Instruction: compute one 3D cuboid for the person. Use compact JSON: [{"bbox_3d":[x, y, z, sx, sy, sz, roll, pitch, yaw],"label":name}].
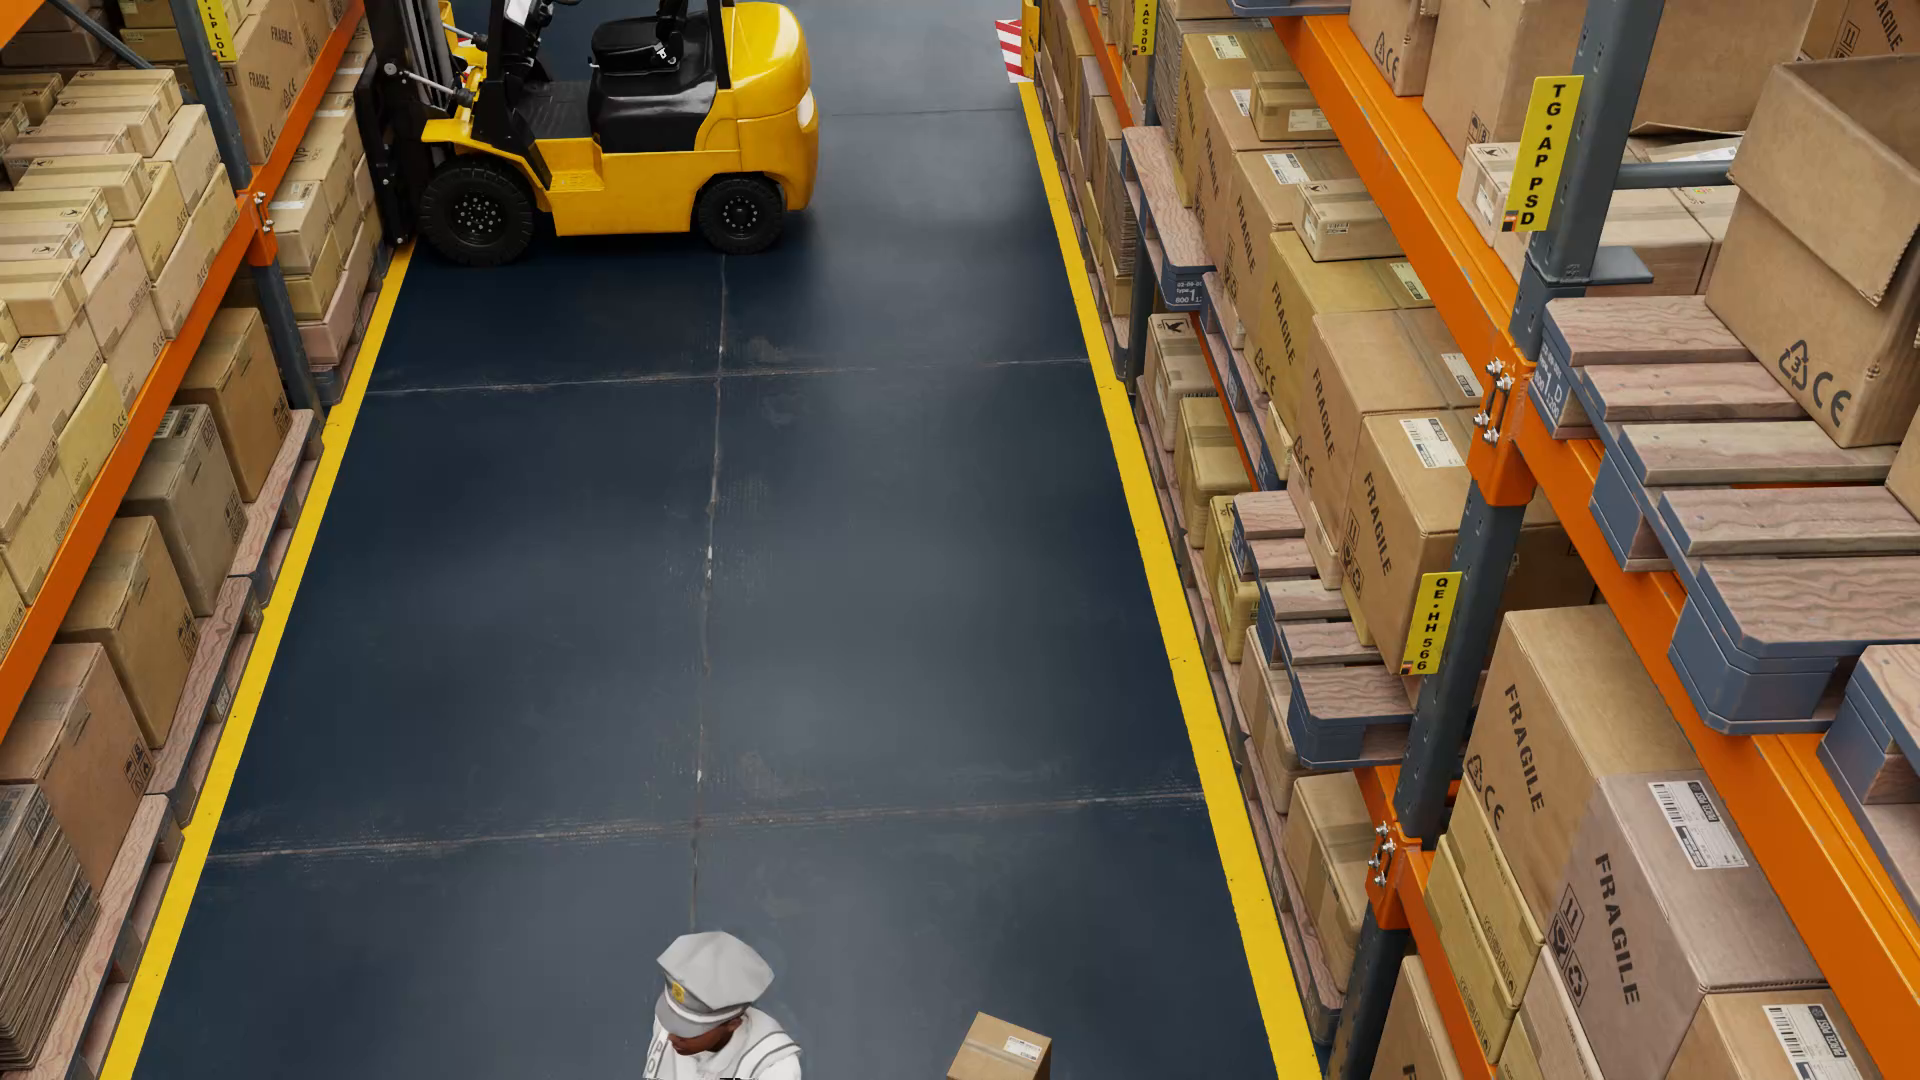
[{"bbox_3d":[-0.603,1.602,4.157,0.460,1.632,0.971,20,43,23],"label":"person"}]
